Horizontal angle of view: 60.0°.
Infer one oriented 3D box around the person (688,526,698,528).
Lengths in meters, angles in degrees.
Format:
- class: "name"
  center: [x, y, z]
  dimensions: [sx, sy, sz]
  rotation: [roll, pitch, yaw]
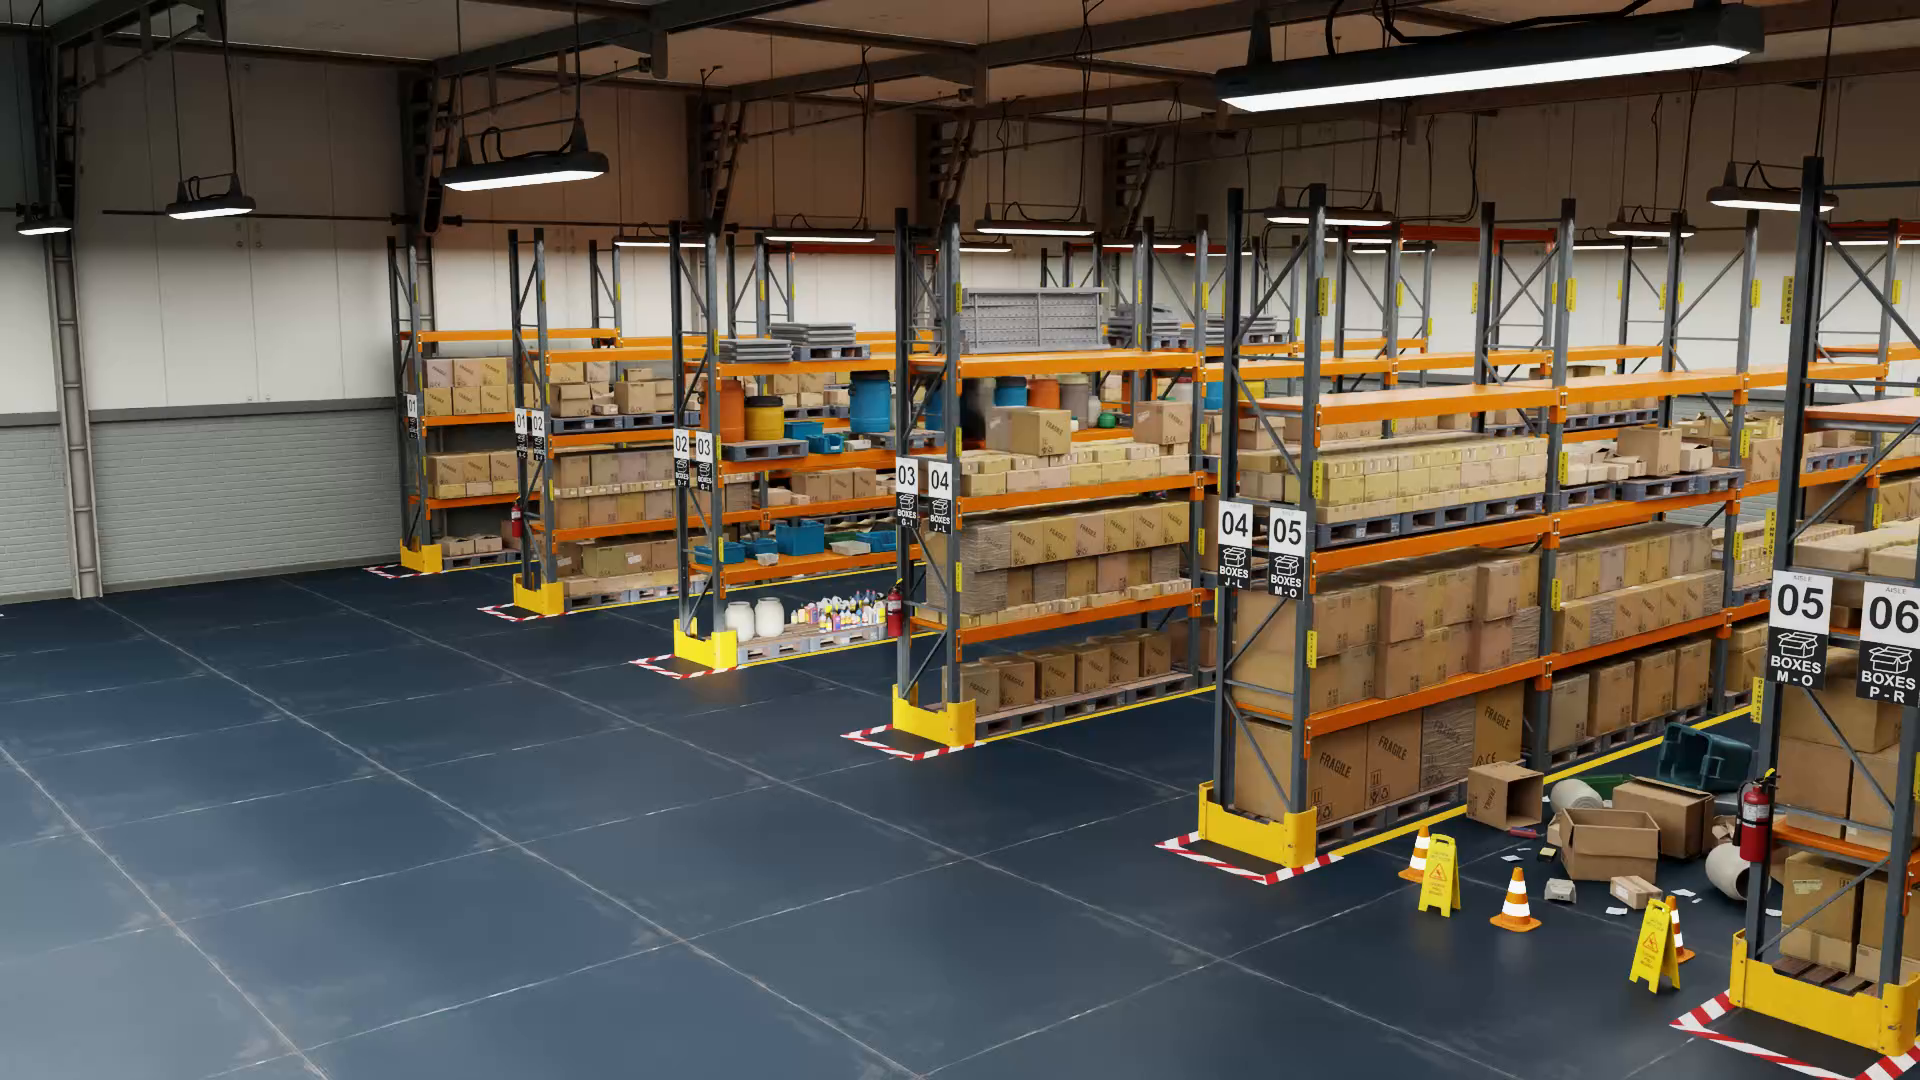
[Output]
- class: "person"
  center: [-4.808, -0.258, 30.098]
  dimensions: [0.758, 1.628, 0.588]
  rotation: [-8, 12, -42]
